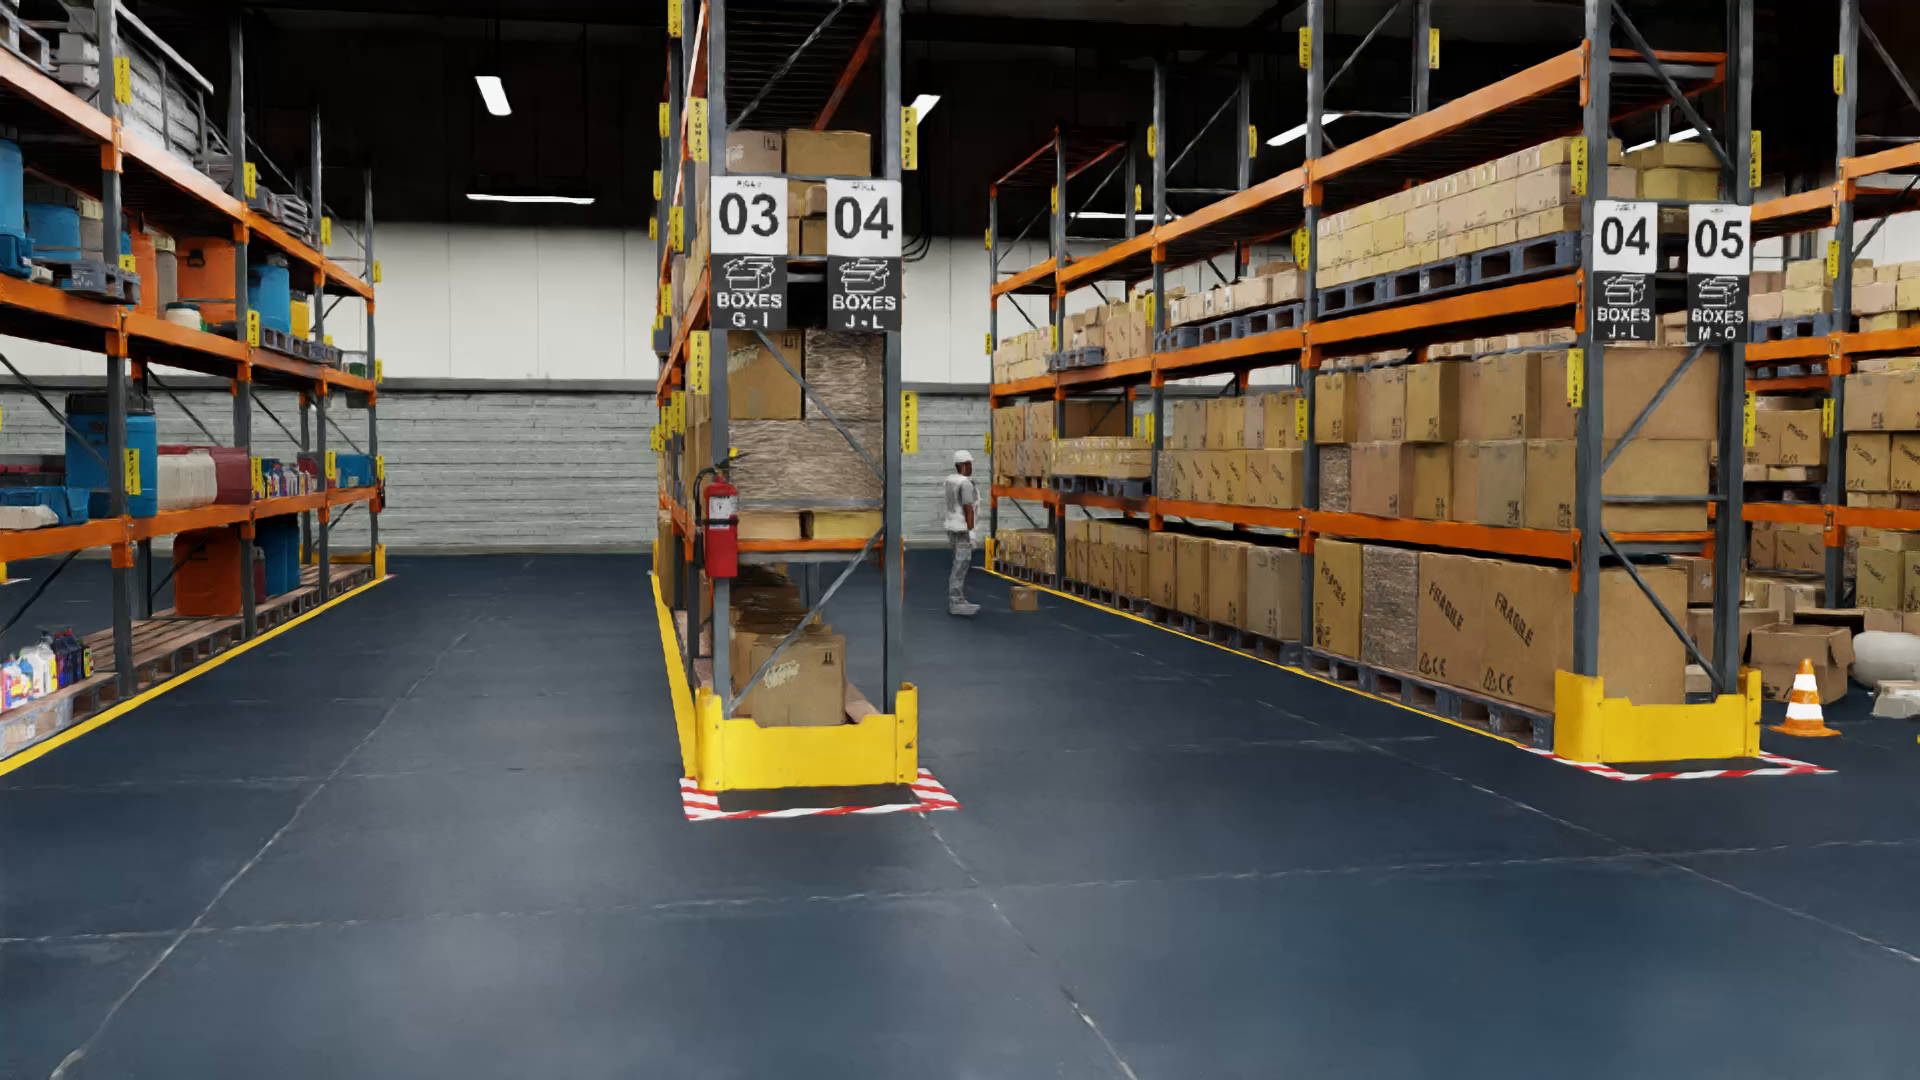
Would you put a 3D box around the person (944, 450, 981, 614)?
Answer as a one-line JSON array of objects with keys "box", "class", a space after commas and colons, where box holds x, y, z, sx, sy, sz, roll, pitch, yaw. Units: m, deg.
[{"box": [0.037, -0.098, 18.313, 0.457, 1.787, 0.680, -1, 3, -20], "class": "person"}]
